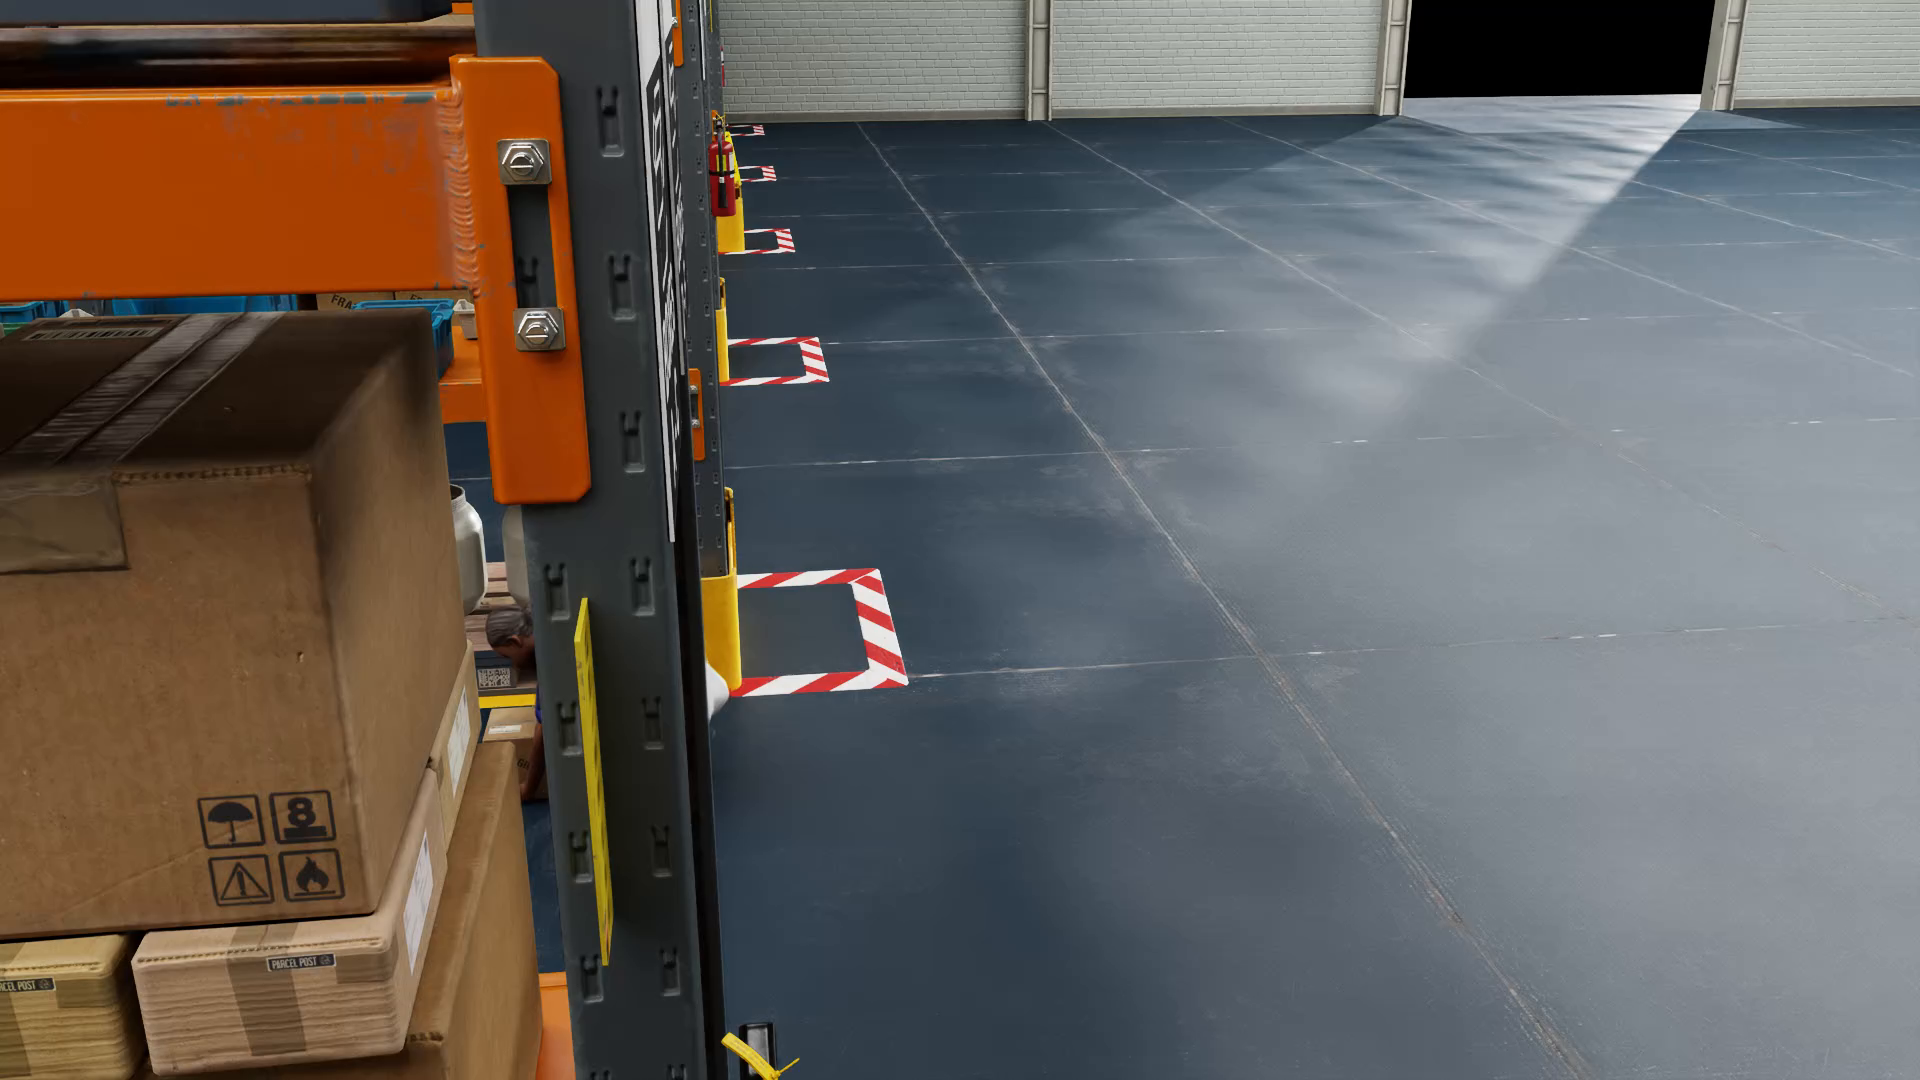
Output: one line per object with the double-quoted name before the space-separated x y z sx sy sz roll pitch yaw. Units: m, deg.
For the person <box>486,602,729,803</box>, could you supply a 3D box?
"person" -1.265 0.599 5.895 0.880 0.809 0.459 4 20 10
